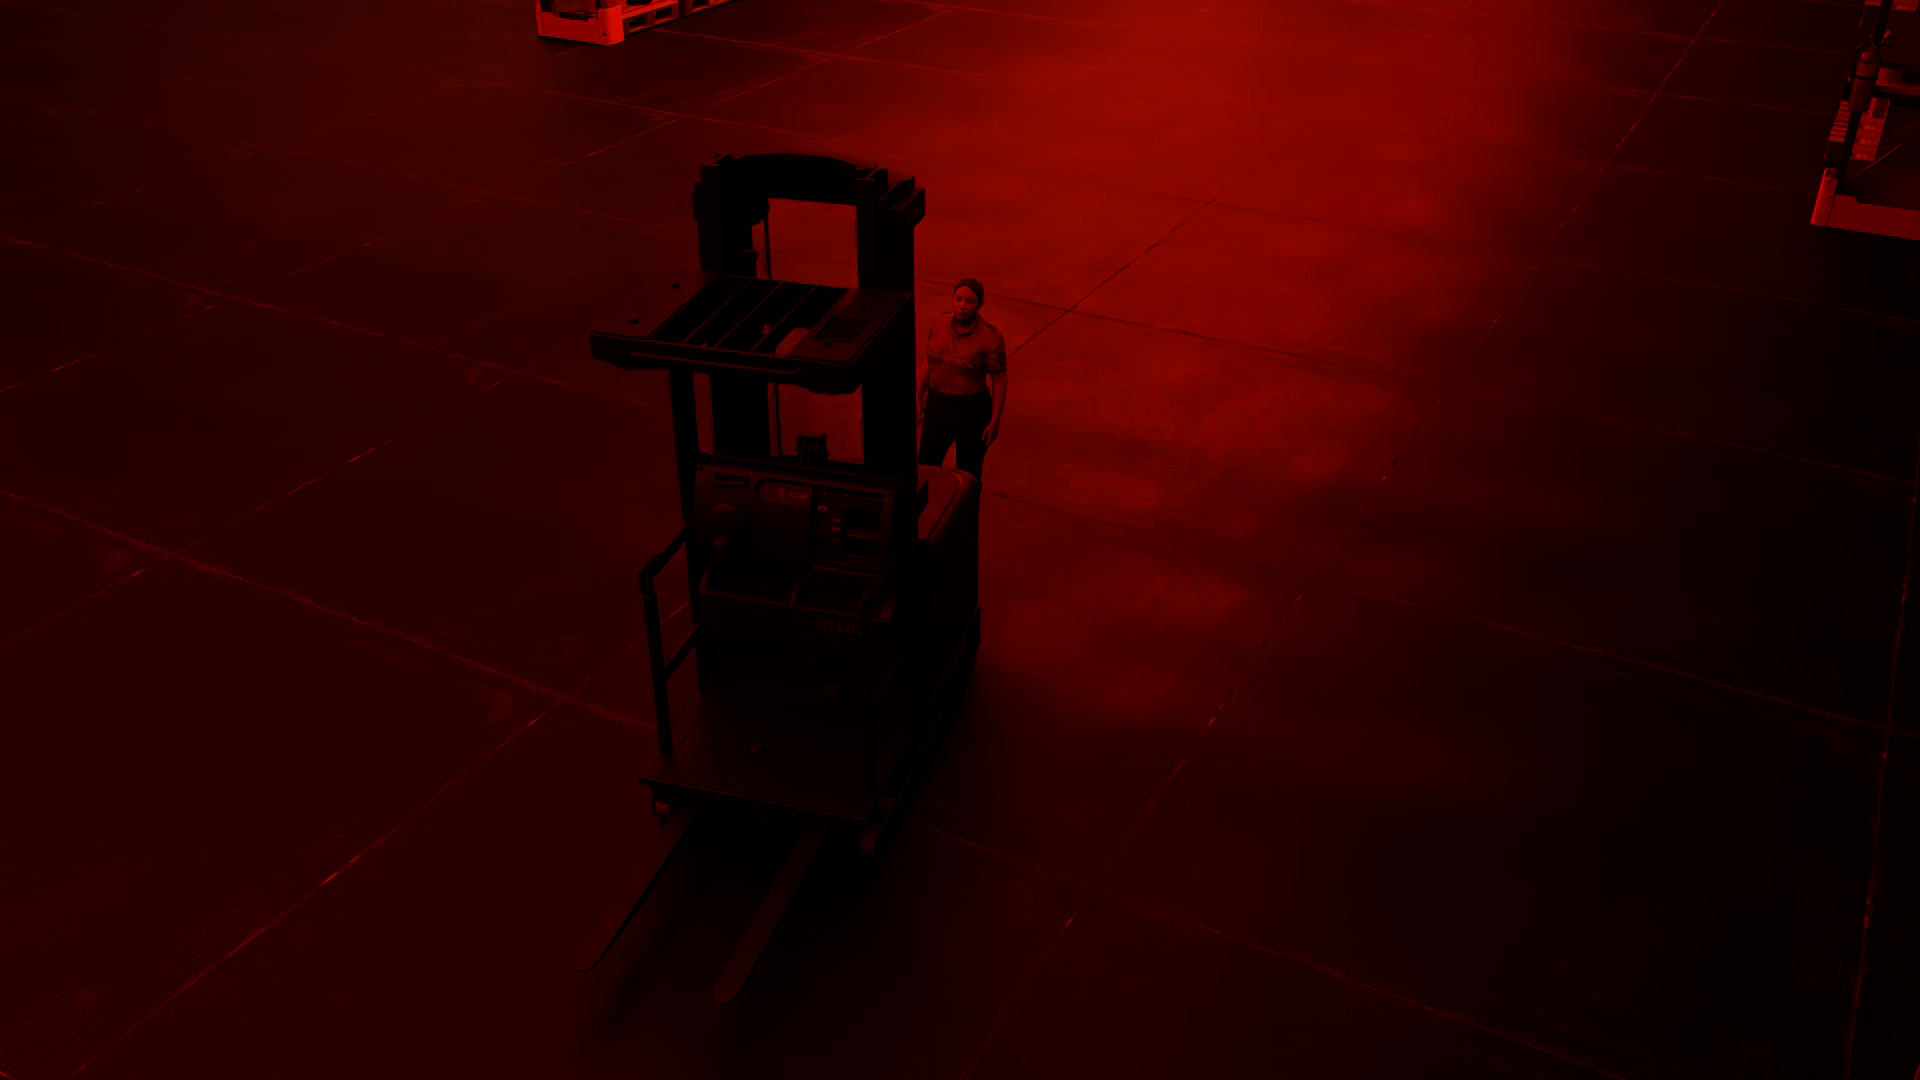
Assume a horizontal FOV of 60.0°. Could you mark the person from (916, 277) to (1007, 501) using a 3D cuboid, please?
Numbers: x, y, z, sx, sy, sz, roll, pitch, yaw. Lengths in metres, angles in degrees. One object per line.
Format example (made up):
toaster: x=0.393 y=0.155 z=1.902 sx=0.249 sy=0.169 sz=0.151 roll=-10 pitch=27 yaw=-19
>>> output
person: x=-0.063 y=-0.686 z=9.529 sx=0.599 sy=1.650 sz=0.503 roll=15 pitch=33 yaw=25

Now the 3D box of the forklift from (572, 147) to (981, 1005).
forklift: x=-0.795 y=-0.051 z=7.160 sx=1.130 sy=2.935 sz=3.031 roll=8 pitch=31 yaw=14
